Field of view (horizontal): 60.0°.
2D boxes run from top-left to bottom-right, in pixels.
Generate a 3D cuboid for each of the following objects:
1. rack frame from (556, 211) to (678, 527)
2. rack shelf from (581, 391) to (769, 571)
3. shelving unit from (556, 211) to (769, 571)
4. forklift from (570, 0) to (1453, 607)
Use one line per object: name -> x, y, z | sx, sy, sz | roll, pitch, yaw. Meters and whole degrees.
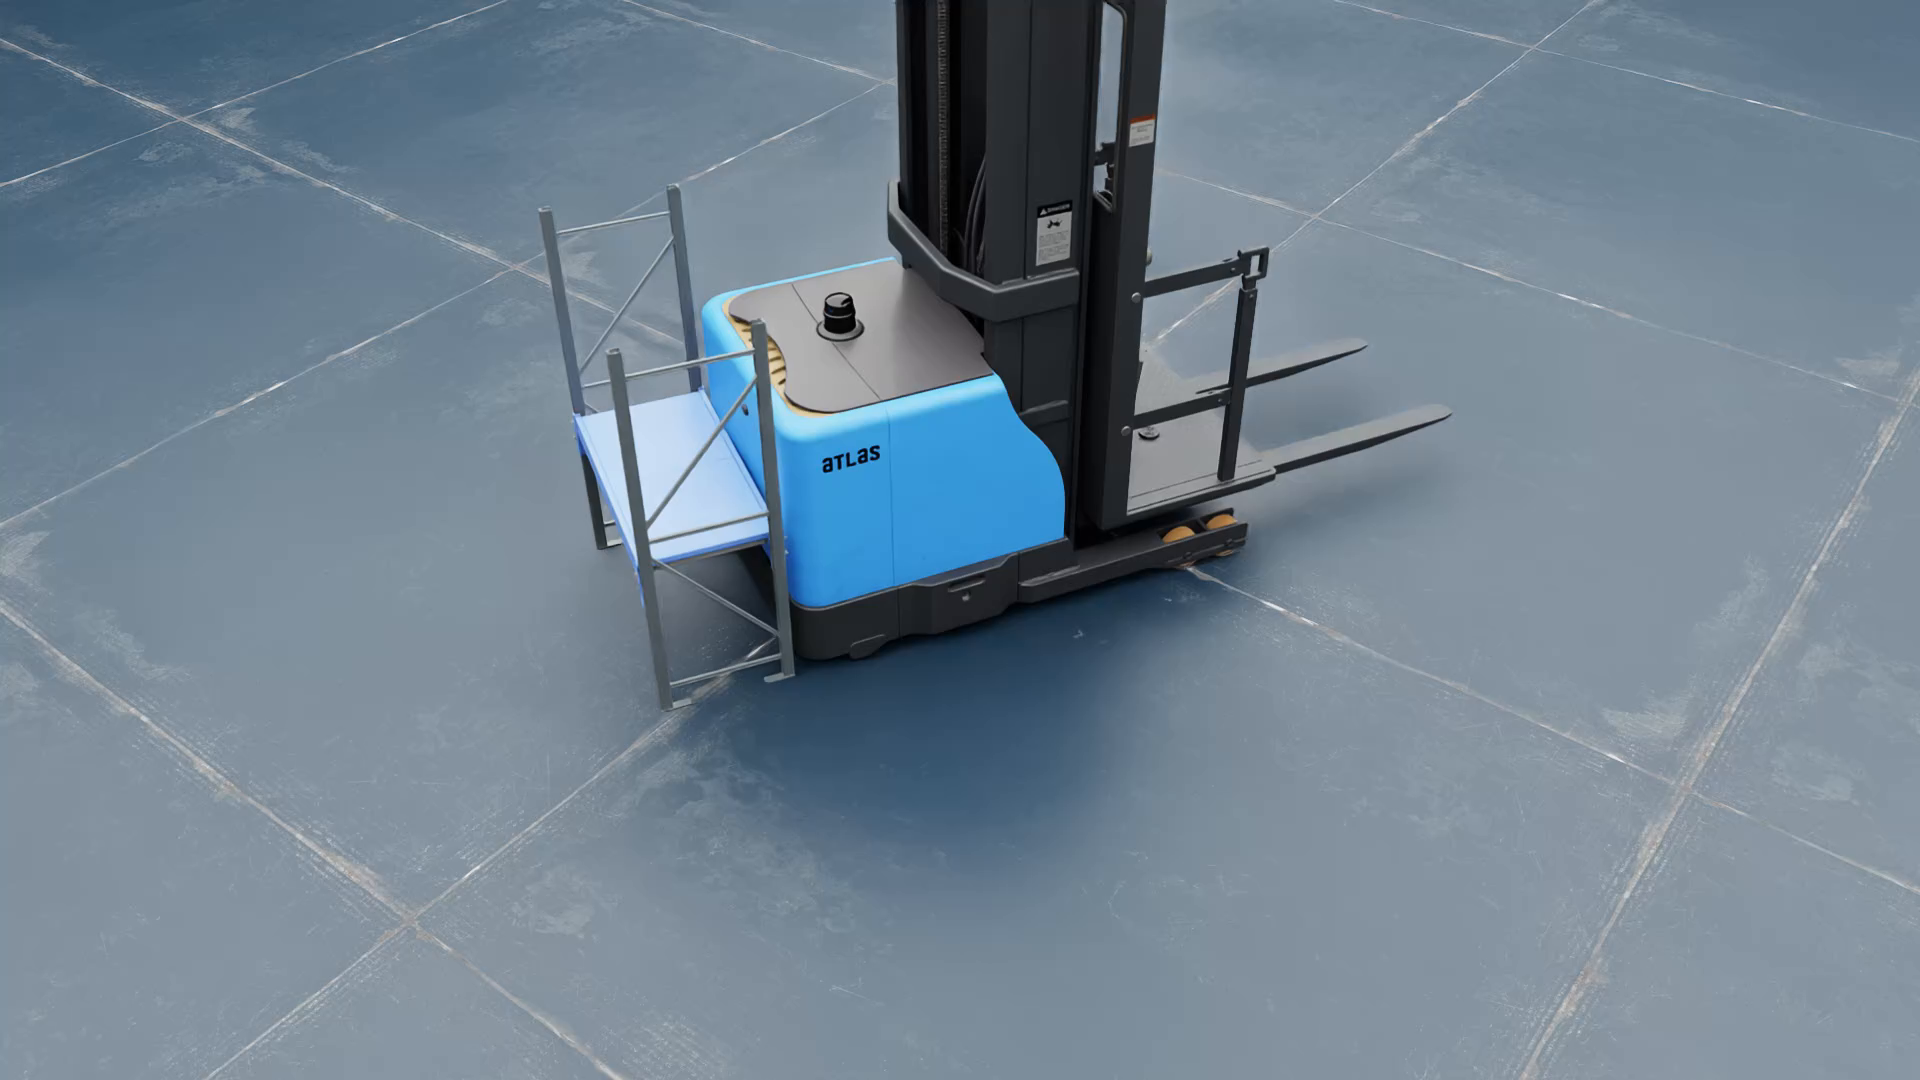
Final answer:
rack frame -> -1.236, -0.616, 6.321 | 0.475, 1.308, 0.013 | -14, 40, -18
rack shelf -> -1.039, -0.225, 6.033 | 0.459, 0.062, 0.952 | -14, 40, -18
shelving unit -> -1.048, -0.338, 5.966 | 0.475, 1.308, 0.991 | -14, 40, -18
forklift -> 8.287, -0.666, 4.682 | 16.863, 3.598, 10.237 | -16, 41, -19
